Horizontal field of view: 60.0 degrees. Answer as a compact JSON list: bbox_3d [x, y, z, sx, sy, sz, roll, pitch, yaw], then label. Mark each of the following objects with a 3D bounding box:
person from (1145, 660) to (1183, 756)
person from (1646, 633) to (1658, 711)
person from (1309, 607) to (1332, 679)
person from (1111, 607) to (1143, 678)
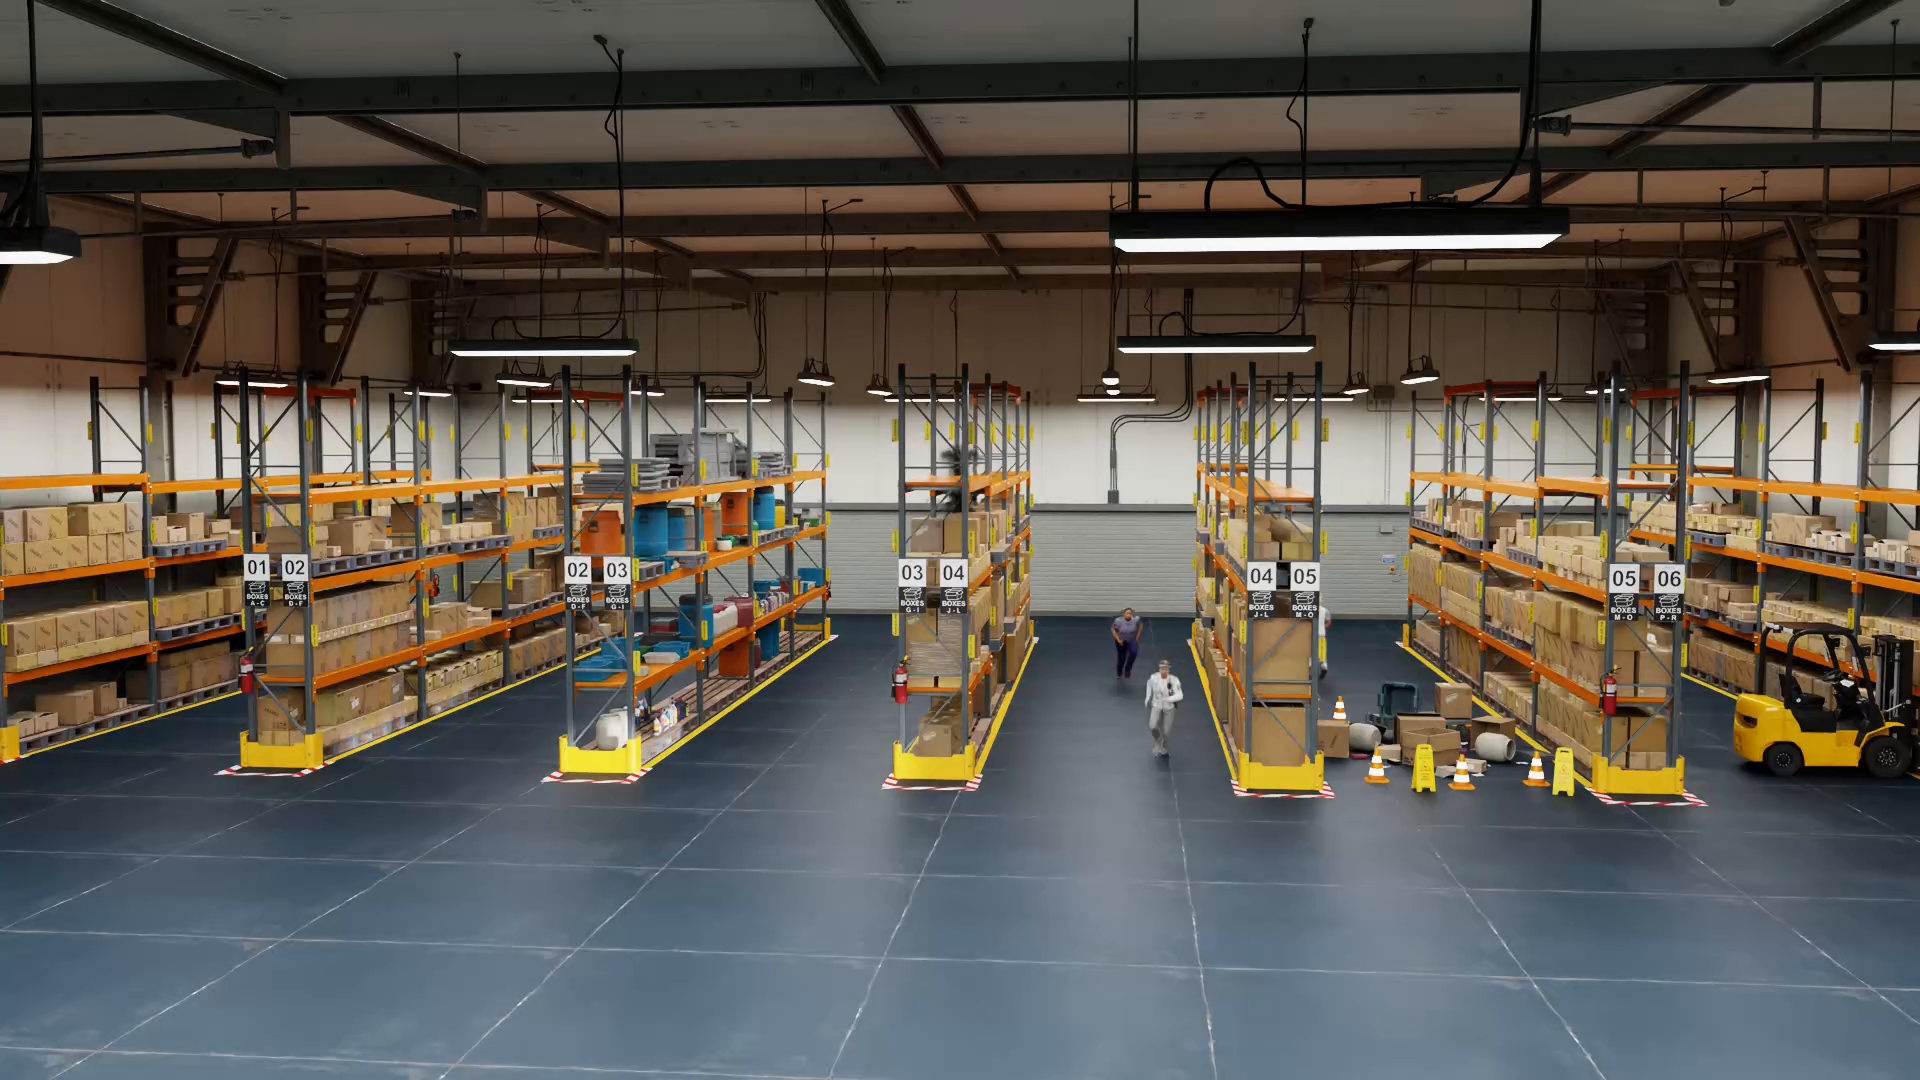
[{"bbox_3d":[3.126,2.576,25.533,0.610,1.545,0.915,1,4,12],"label":"person"},{"bbox_3d":[11.780,2.223,28.803,0.672,1.785,0.968,0,4,4],"label":"person"},{"bbox_3d":[7.255,1.973,33.750,0.658,1.739,0.822,0,4,-5],"label":"person"},{"bbox_3d":[3.282,2.020,32.883,0.629,1.465,0.996,0,4,-8],"label":"person"}]
